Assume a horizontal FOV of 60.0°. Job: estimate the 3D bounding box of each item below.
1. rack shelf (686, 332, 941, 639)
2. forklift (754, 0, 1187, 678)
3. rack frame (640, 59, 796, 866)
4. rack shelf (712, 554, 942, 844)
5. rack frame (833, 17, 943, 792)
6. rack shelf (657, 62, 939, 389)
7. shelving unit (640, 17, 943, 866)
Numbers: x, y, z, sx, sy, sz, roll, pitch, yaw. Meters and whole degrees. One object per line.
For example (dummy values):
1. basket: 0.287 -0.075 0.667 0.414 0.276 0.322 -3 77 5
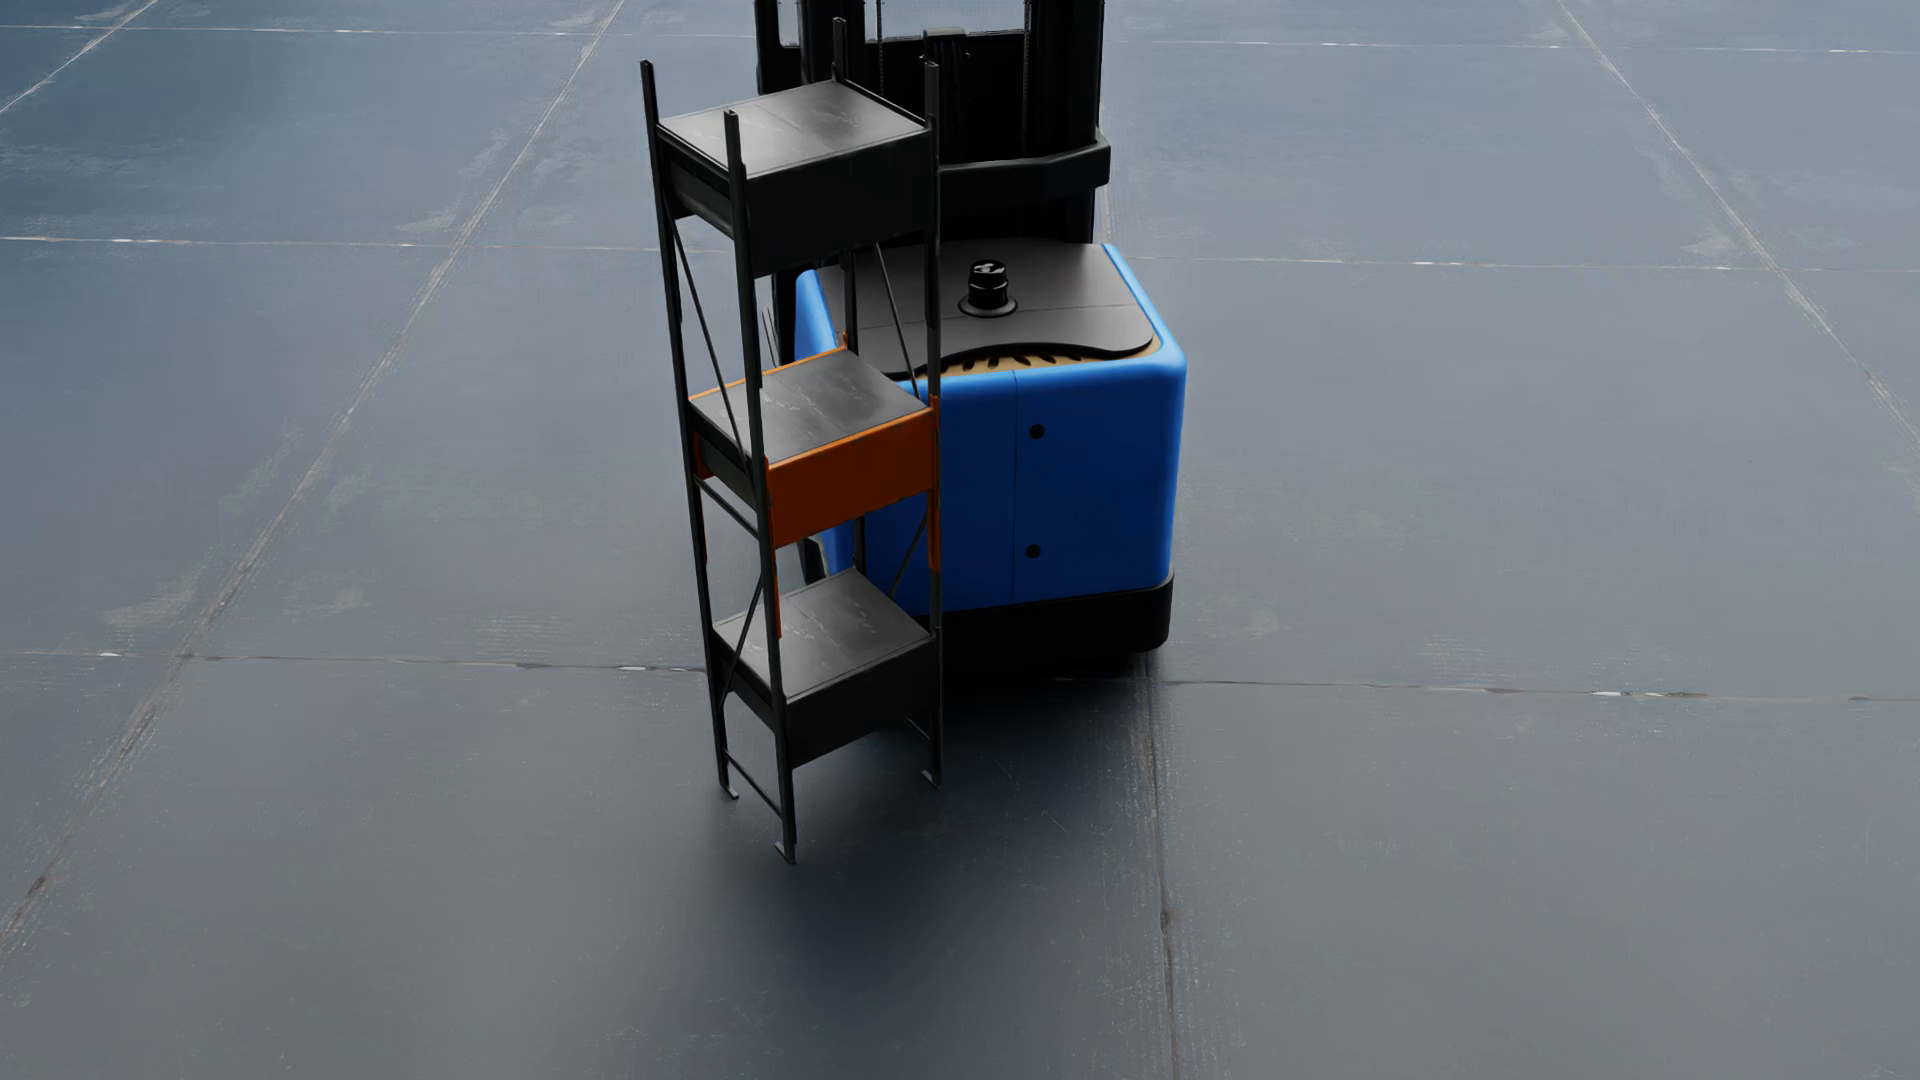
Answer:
1. rack shelf: -0.367 -0.146 4.154 0.480 0.518 0.431 -22 41 -29
2. forklift: -0.139 -1.600 5.478 1.130 2.935 3.031 -7 36 -9
3. rack frame: -0.565 -0.076 4.029 0.015 2.100 0.400 -22 41 -29
4. rack shelf: -0.368 0.427 4.556 0.480 0.518 0.431 -22 41 -29
5. rack frame: -0.169 -0.239 4.264 0.015 2.100 0.400 -22 41 -29
6. rack shelf: -0.366 -0.720 3.753 0.480 0.518 0.431 -22 41 -29
7. shelving unit: -0.367 -0.157 4.146 0.503 2.100 0.431 -22 41 -29
